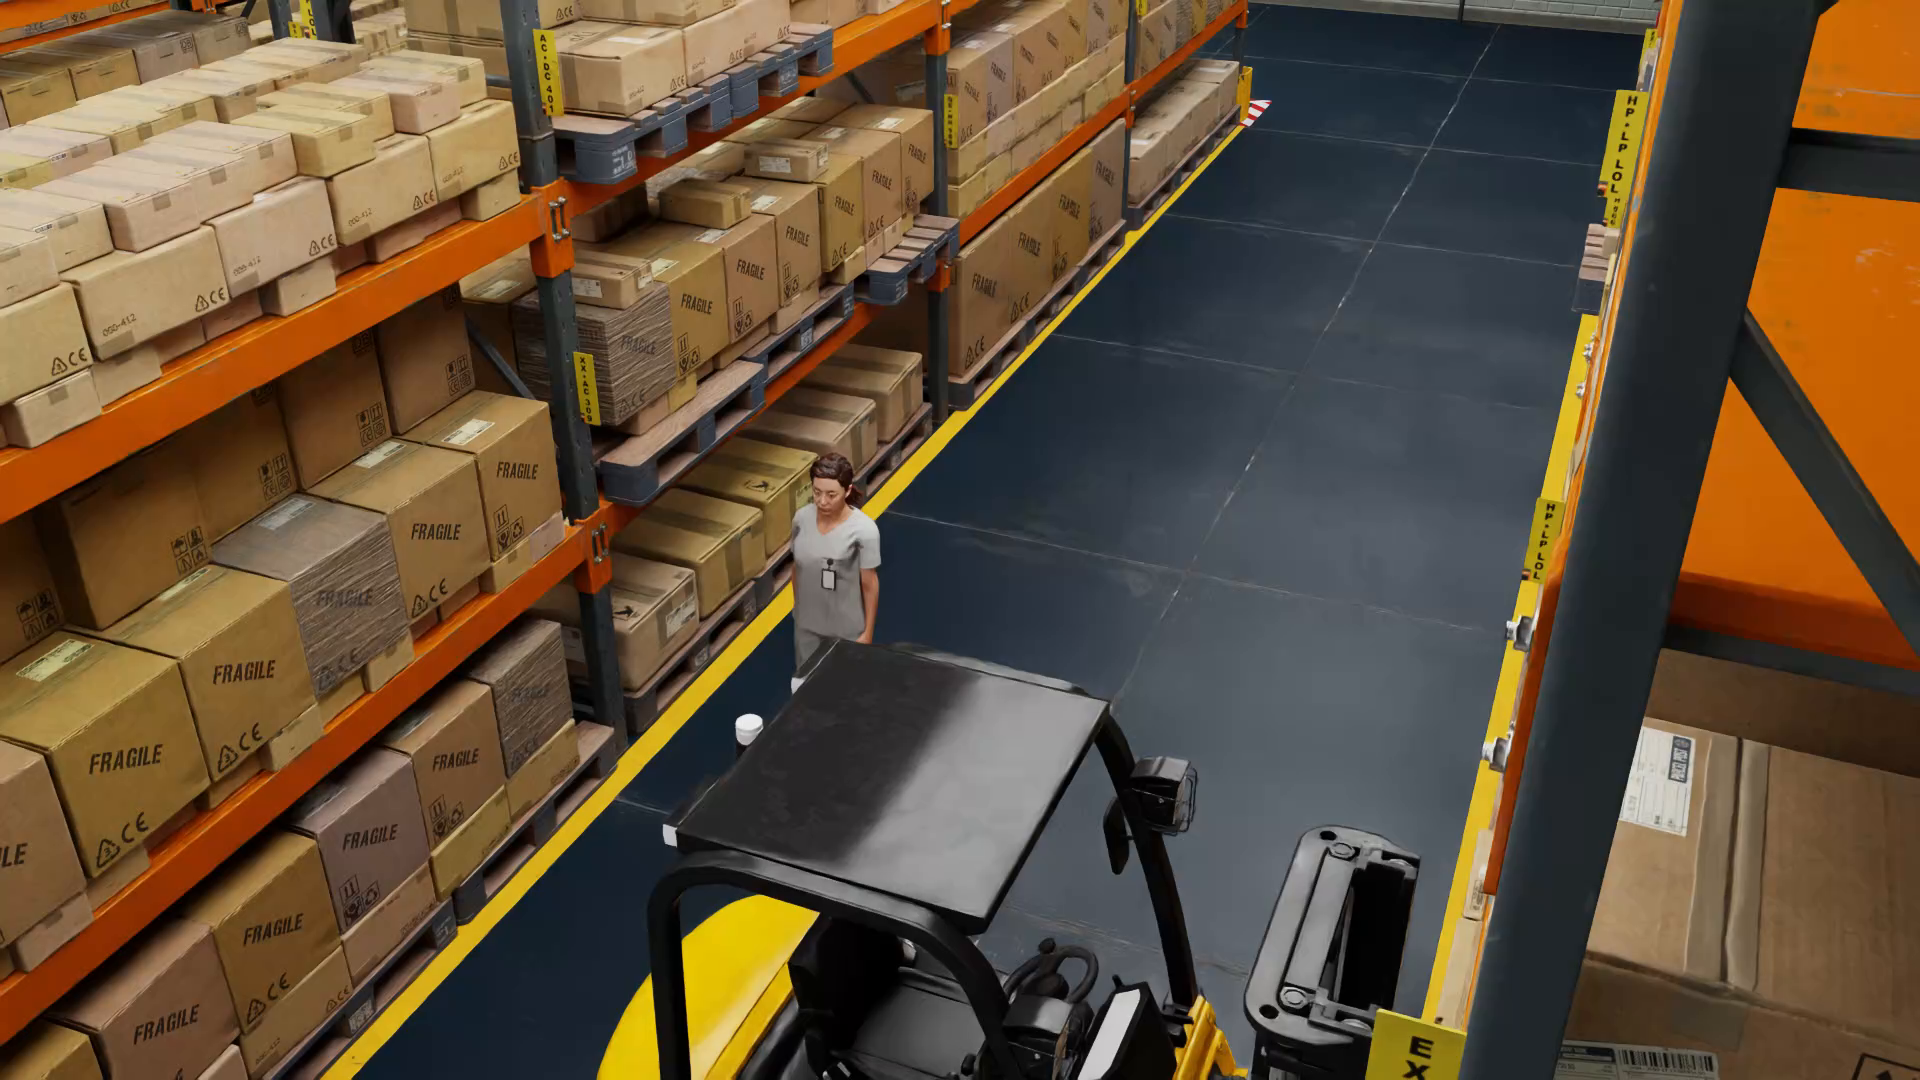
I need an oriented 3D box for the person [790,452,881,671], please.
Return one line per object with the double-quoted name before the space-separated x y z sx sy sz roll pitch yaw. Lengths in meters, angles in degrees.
"person" -0.558 0.374 7.494 0.437 1.679 0.367 12 32 20
